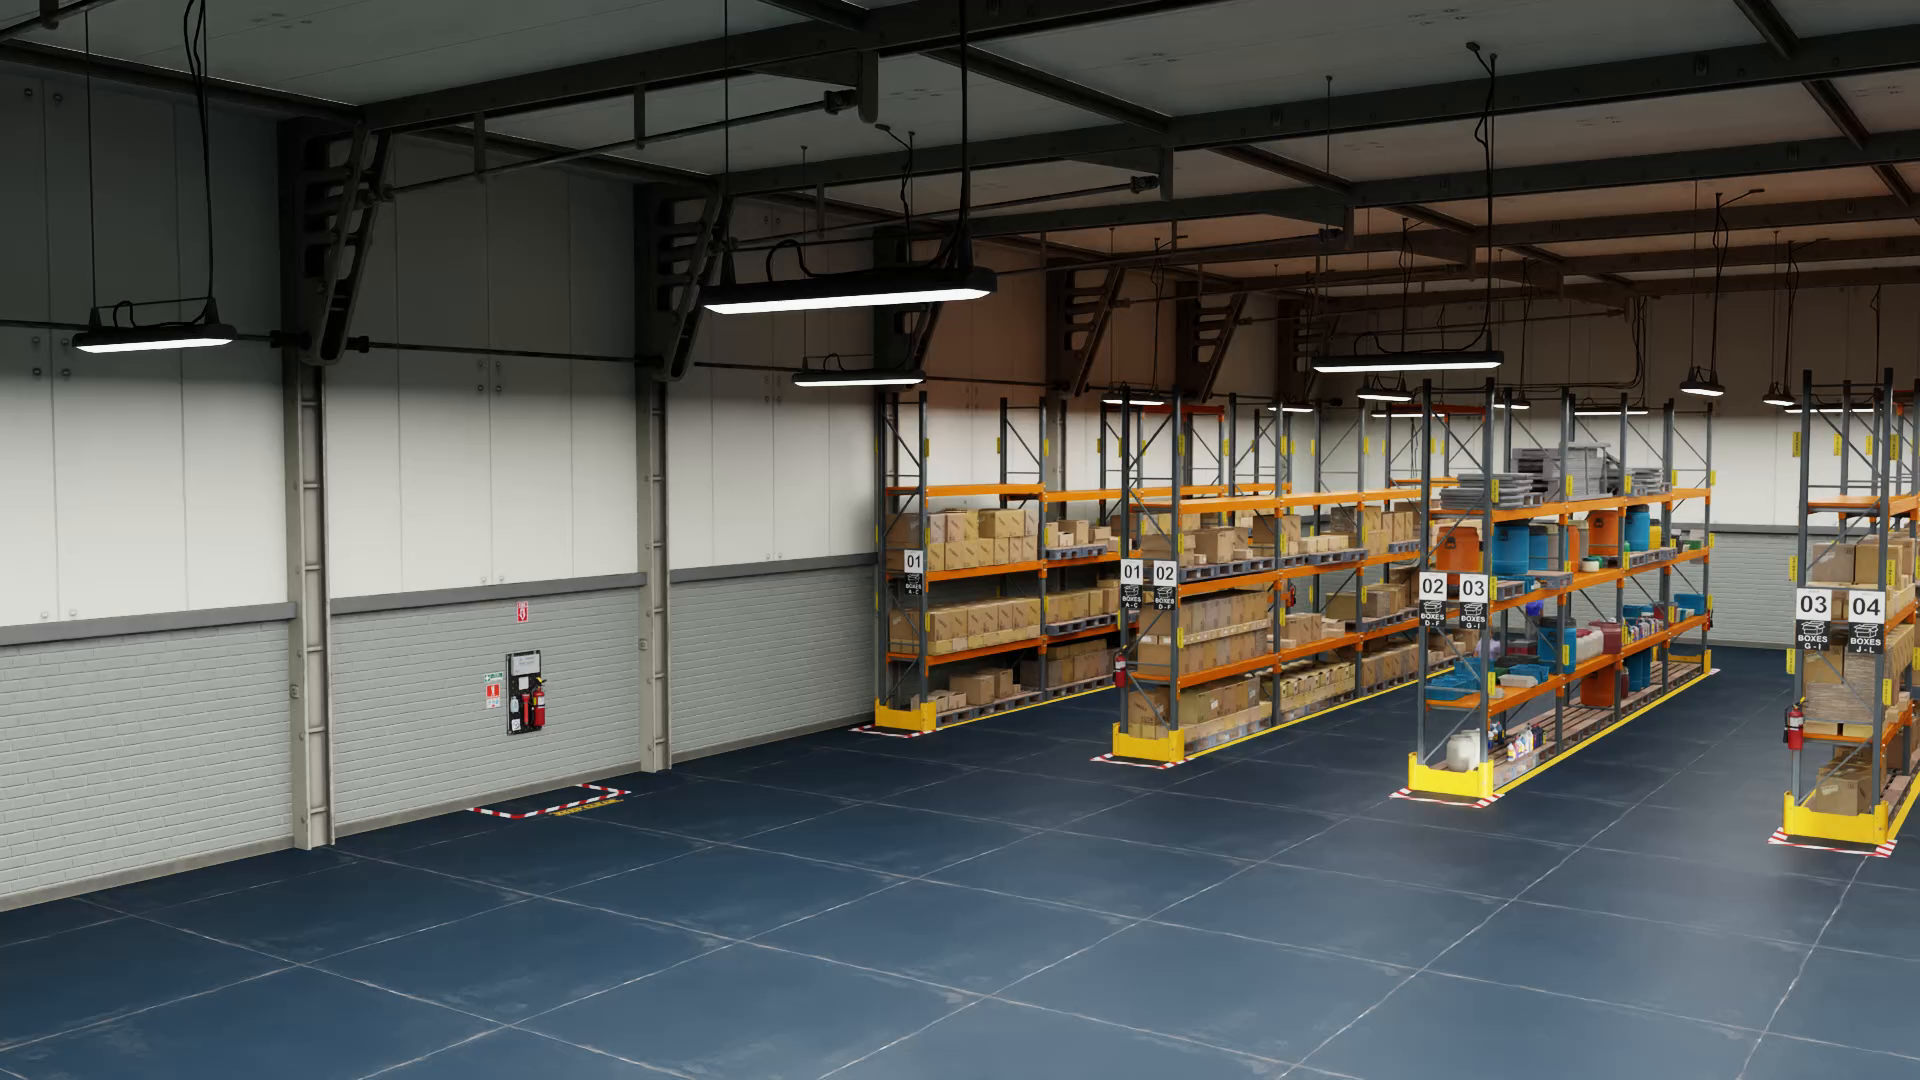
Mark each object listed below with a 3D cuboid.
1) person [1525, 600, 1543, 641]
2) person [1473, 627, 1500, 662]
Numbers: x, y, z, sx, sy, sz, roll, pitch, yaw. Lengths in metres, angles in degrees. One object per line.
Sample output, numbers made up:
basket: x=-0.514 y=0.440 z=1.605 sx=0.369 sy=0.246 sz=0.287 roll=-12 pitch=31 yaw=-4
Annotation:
person: x=13.883 y=1.951 z=40.225 sx=0.446 sy=1.588 sz=1.047 roll=2 pitch=4 yaw=26
person: x=10.008 y=2.444 z=31.566 sx=0.566 sy=1.584 sz=1.053 roll=2 pitch=4 yaw=33
